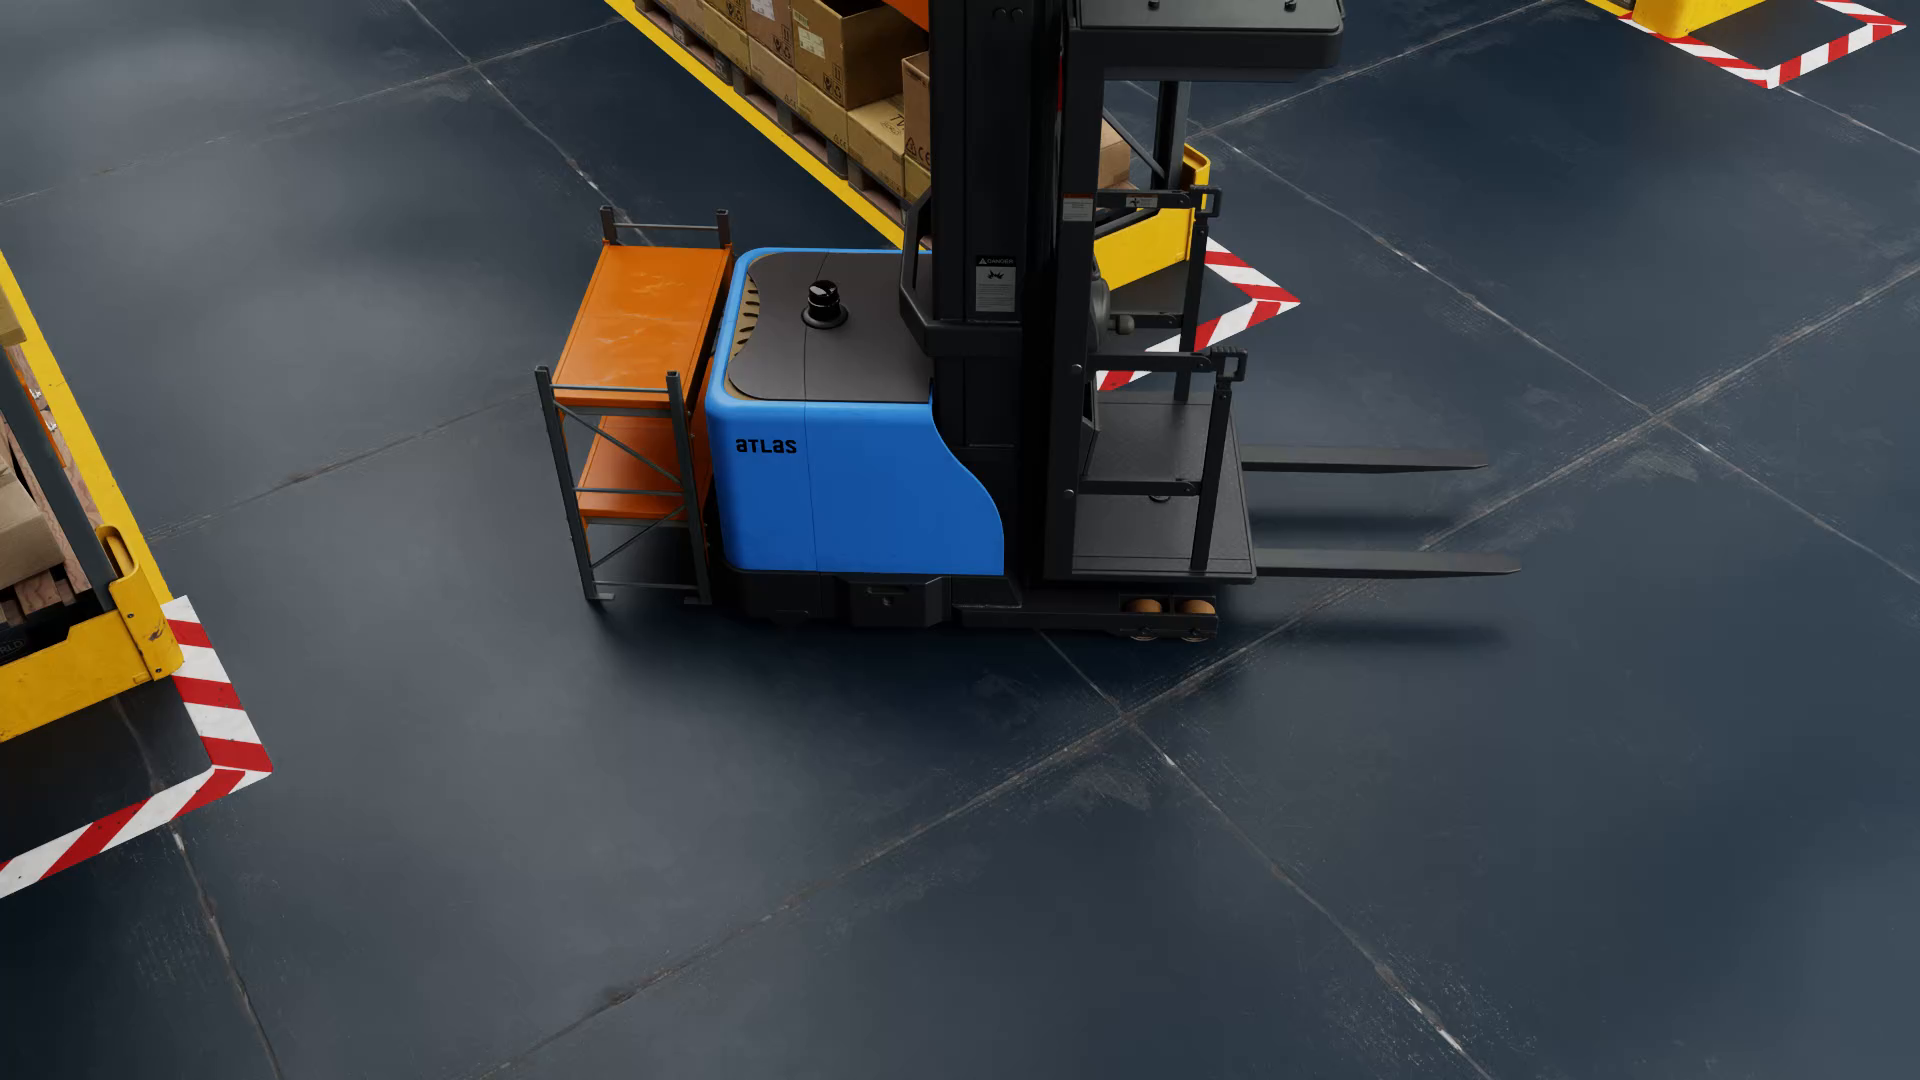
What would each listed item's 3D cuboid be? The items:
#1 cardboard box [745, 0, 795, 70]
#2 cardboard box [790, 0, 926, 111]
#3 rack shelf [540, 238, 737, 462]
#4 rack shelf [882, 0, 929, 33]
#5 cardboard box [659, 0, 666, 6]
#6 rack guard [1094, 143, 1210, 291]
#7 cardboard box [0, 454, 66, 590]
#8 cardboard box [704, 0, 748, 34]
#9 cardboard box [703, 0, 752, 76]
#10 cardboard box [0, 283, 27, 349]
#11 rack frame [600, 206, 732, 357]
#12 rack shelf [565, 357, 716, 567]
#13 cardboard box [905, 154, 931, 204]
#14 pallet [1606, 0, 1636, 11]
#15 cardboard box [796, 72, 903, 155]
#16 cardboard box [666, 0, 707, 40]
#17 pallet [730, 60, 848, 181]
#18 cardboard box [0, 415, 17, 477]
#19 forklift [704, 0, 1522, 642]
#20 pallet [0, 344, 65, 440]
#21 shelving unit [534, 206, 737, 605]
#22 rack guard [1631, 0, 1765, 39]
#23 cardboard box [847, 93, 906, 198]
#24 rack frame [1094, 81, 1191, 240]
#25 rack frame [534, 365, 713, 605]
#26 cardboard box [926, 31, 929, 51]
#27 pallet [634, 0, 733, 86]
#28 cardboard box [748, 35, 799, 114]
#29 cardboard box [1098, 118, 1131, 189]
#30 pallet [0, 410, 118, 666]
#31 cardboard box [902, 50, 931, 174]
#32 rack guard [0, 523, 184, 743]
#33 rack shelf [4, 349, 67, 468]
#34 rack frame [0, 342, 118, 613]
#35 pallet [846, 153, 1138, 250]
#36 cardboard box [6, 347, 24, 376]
[{"bbox_3d":[-0.795,-2.850,8.708,0.500,0.500,0.500,-26,49,-24],"label":"cardboard box"},{"bbox_3d":[-0.510,-2.567,8.410,0.500,0.500,0.500,-26,49,-24],"label":"cardboard box"},{"bbox_3d":[-1.184,-0.738,6.284,0.538,0.278,1.000,3,44,3],"label":"rack shelf"},{"bbox_3d":[-0.519,-3.264,8.518,1.077,0.370,4.000,-26,49,-24],"label":"rack shelf"},{"bbox_3d":[-1.647,-3.432,9.860,0.500,0.250,0.500,-26,49,-24],"label":"cardboard box"},{"bbox_3d":[0.639,-1.474,7.932,1.175,0.500,0.348,-26,49,-24],"label":"rack guard"},{"bbox_3d":[-3.758,-0.046,6.255,0.500,0.311,0.500,-31,52,-29],"label":"cardboard box"},{"bbox_3d":[-1.083,-3.133,9.003,0.500,0.500,0.500,-26,49,-24],"label":"cardboard box"},{"bbox_3d":[-1.083,-2.861,9.262,0.500,0.250,0.500,-26,49,-24],"label":"cardboard box"},{"bbox_3d":[-3.455,-0.787,5.496,0.500,0.250,0.500,-27,50,-26],"label":"cardboard box"},{"bbox_3d":[-1.150,-0.876,6.853,0.500,1.125,0.032,3,44,3],"label":"rack frame"},{"bbox_3d":[-1.183,-0.349,6.654,0.538,0.278,1.000,3,44,3],"label":"rack shelf"},{"bbox_3d":[0.076,-1.736,8.083,0.500,0.250,0.500,-26,49,-24],"label":"cardboard box"},{"bbox_3d":[4.147,-3.824,10.603,1.003,0.211,1.213,-26,49,-24],"label":"pallet"},{"bbox_3d":[-0.508,-2.297,8.671,0.500,0.250,0.500,-26,49,-24],"label":"cardboard box"},{"bbox_3d":[-1.365,-3.147,9.561,0.500,0.250,0.500,-26,49,-24],"label":"cardboard box"},{"bbox_3d":[-0.541,-2.490,9.205,1.003,0.211,1.213,-26,49,-24],"label":"pallet"},{"bbox_3d":[-4.084,-0.369,6.593,0.500,0.311,0.500,-22,48,-21],"label":"cardboard box"},{"bbox_3d":[0.629,-1.047,5.724,3.031,2.935,1.130,1,44,1],"label":"forklift"},{"bbox_3d":[-4.609,-0.631,7.258,1.003,0.211,1.213,-26,49,-24],"label":"pallet"},{"bbox_3d":[-1.183,-0.526,6.486,0.538,1.125,1.048,3,44,3],"label":"shelving unit"},{"bbox_3d":[4.608,-3.466,10.019,1.175,0.500,0.348,-26,49,-24],"label":"rack guard"},{"bbox_3d":[-0.220,-2.014,8.375,0.500,0.250,0.500,-26,49,-24],"label":"cardboard box"},{"bbox_3d":[0.625,-2.391,7.083,1.000,3.000,0.127,-26,49,-24],"label":"rack frame"},{"bbox_3d":[-1.217,-0.176,6.119,0.500,1.125,0.032,3,44,3],"label":"rack frame"},{"bbox_3d":[-0.084,-2.772,8.626,0.500,0.500,0.500,-26,49,-24],"label":"cardboard box"},{"bbox_3d":[-1.243,-3.181,9.929,1.003,0.211,1.213,-26,49,-24],"label":"pallet"},{"bbox_3d":[-0.792,-2.581,8.968,0.500,0.250,0.500,-26,49,-24],"label":"cardboard box"},{"bbox_3d":[0.501,-1.940,8.297,0.500,0.250,0.500,-26,49,-24],"label":"cardboard box"},{"bbox_3d":[-3.915,0.059,6.535,1.003,0.211,1.213,-26,49,-24],"label":"pallet"},{"bbox_3d":[0.074,-2.006,7.823,0.500,0.500,0.500,-26,49,-24],"label":"cardboard box"},{"bbox_3d":[-3.479,0.429,5.939,1.175,0.500,0.348,-26,49,-24],"label":"rack guard"},{"bbox_3d":[-4.580,-1.305,6.466,1.077,0.370,4.000,-26,49,-24],"label":"rack shelf"},{"bbox_3d":[-3.436,-0.432,5.031,1.000,3.000,0.127,-26,49,-24],"label":"rack frame"},{"bbox_3d":[0.153,-1.799,8.482,1.003,0.211,1.213,-26,49,-24],"label":"pallet"},{"bbox_3d":[-4.463,-0.873,6.984,0.700,0.500,0.500,-29,51,-27],"label":"cardboard box"}]
